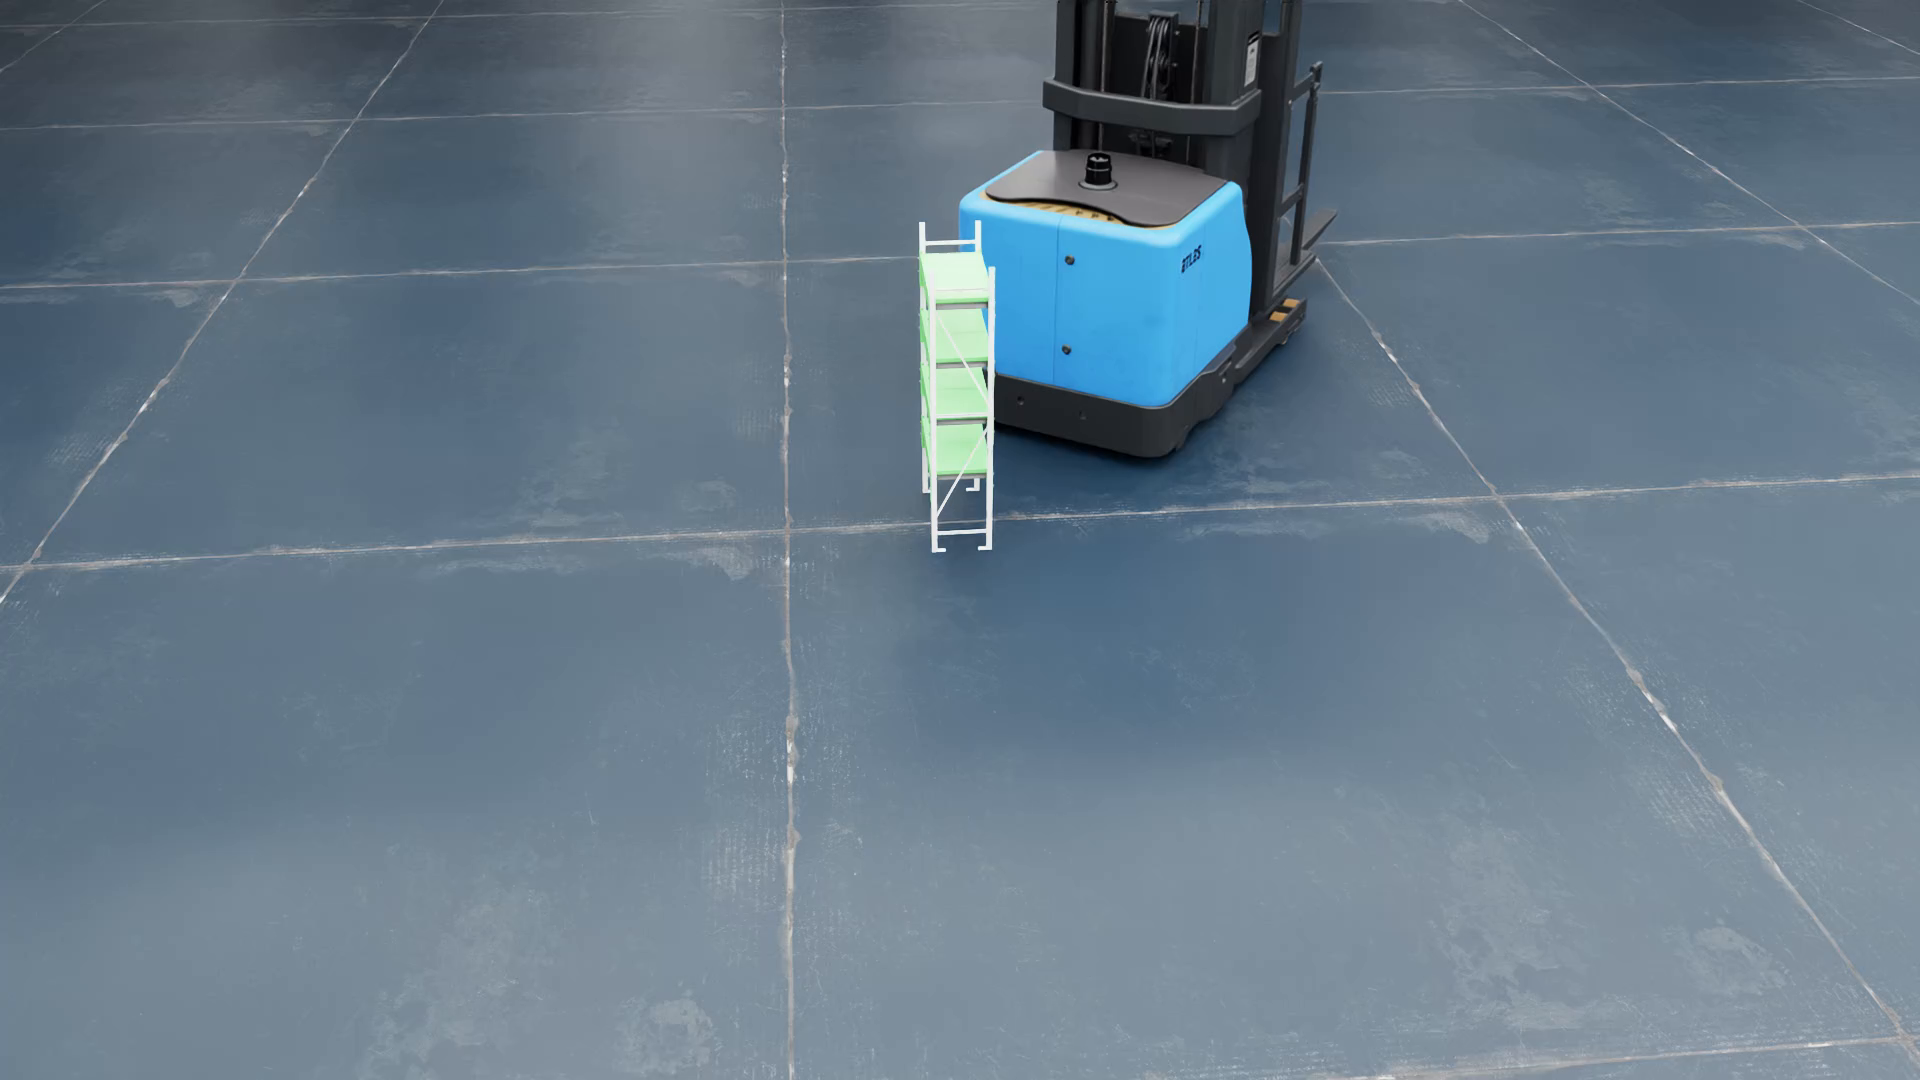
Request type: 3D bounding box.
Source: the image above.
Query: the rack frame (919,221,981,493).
[{"bbox_3d":[-0.038,-0.724,6.792,0.240,1.200,0.015,-3,31,-5],"label":"rack frame"}]

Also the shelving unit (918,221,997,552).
[{"bbox_3d":[-0.015,-0.600,6.584,0.258,1.200,0.503,-3,31,-5],"label":"shelving unit"}]

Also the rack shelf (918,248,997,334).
[{"bbox_3d":[-0.015,-0.957,6.370,0.258,0.148,0.480,-3,31,-5],"label":"rack shelf"}]

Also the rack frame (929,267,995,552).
[{"bbox_3d":[0.007,-0.475,6.375,0.240,1.200,0.015,-3,31,-5],"label":"rack frame"}]

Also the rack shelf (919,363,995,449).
[{"bbox_3d":[-0.015,-0.545,6.617,0.258,0.148,0.480,-3,31,-5],"label":"rack shelf"}]

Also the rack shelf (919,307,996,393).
[{"bbox_3d":[-0.015,-0.751,6.494,0.258,0.148,0.480,-3,31,-5],"label":"rack shelf"}]

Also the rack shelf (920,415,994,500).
[{"bbox_3d":[-0.015,-0.339,6.740,0.258,0.148,0.480,-3,31,-5],"label":"rack shelf"}]

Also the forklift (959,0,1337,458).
[{"bbox_3d":[1.127,-2.343,7.815,1.130,2.935,3.031,16,34,24],"label":"forklift"}]
